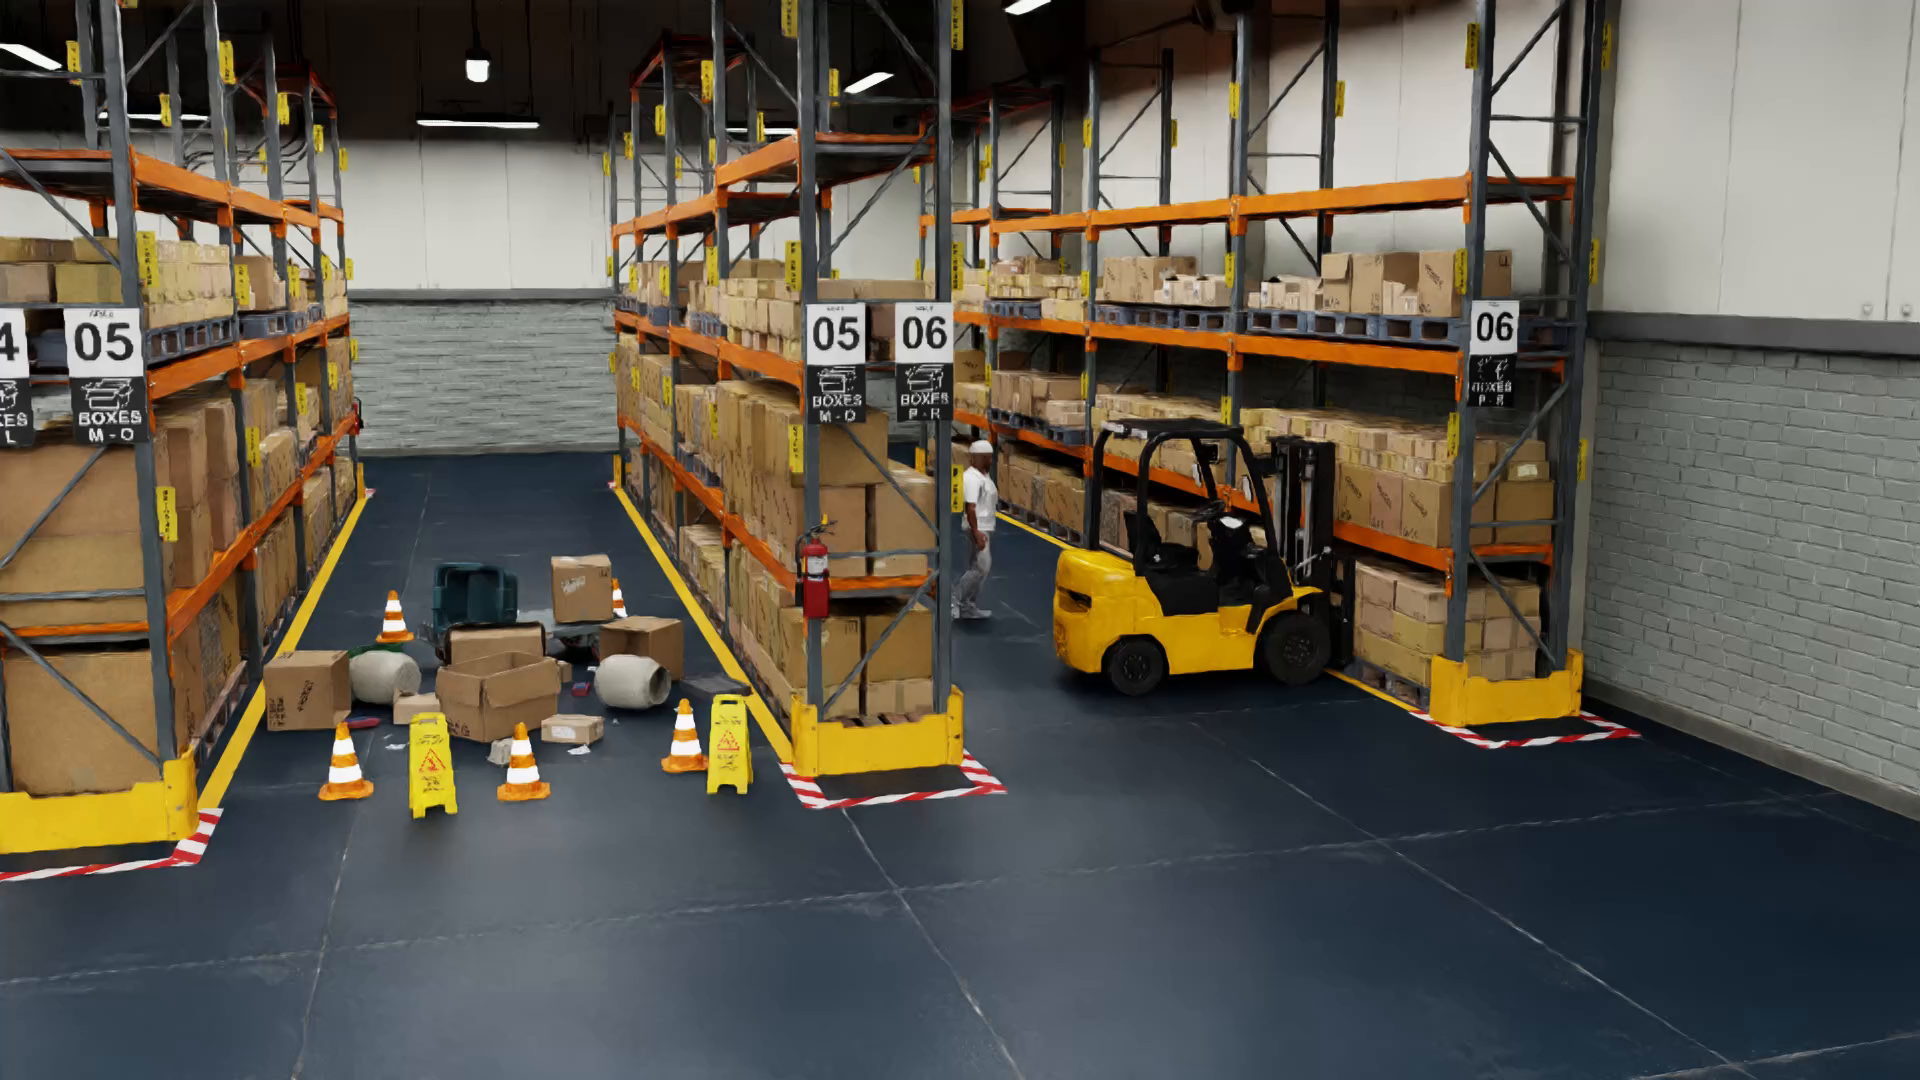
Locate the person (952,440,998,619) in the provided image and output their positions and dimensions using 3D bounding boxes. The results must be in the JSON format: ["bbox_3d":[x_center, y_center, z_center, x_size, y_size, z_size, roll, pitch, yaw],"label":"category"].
[{"bbox_3d":[0.119,-0.094,16.280,0.451,1.756,0.730,2,9,14],"label":"person"}]
